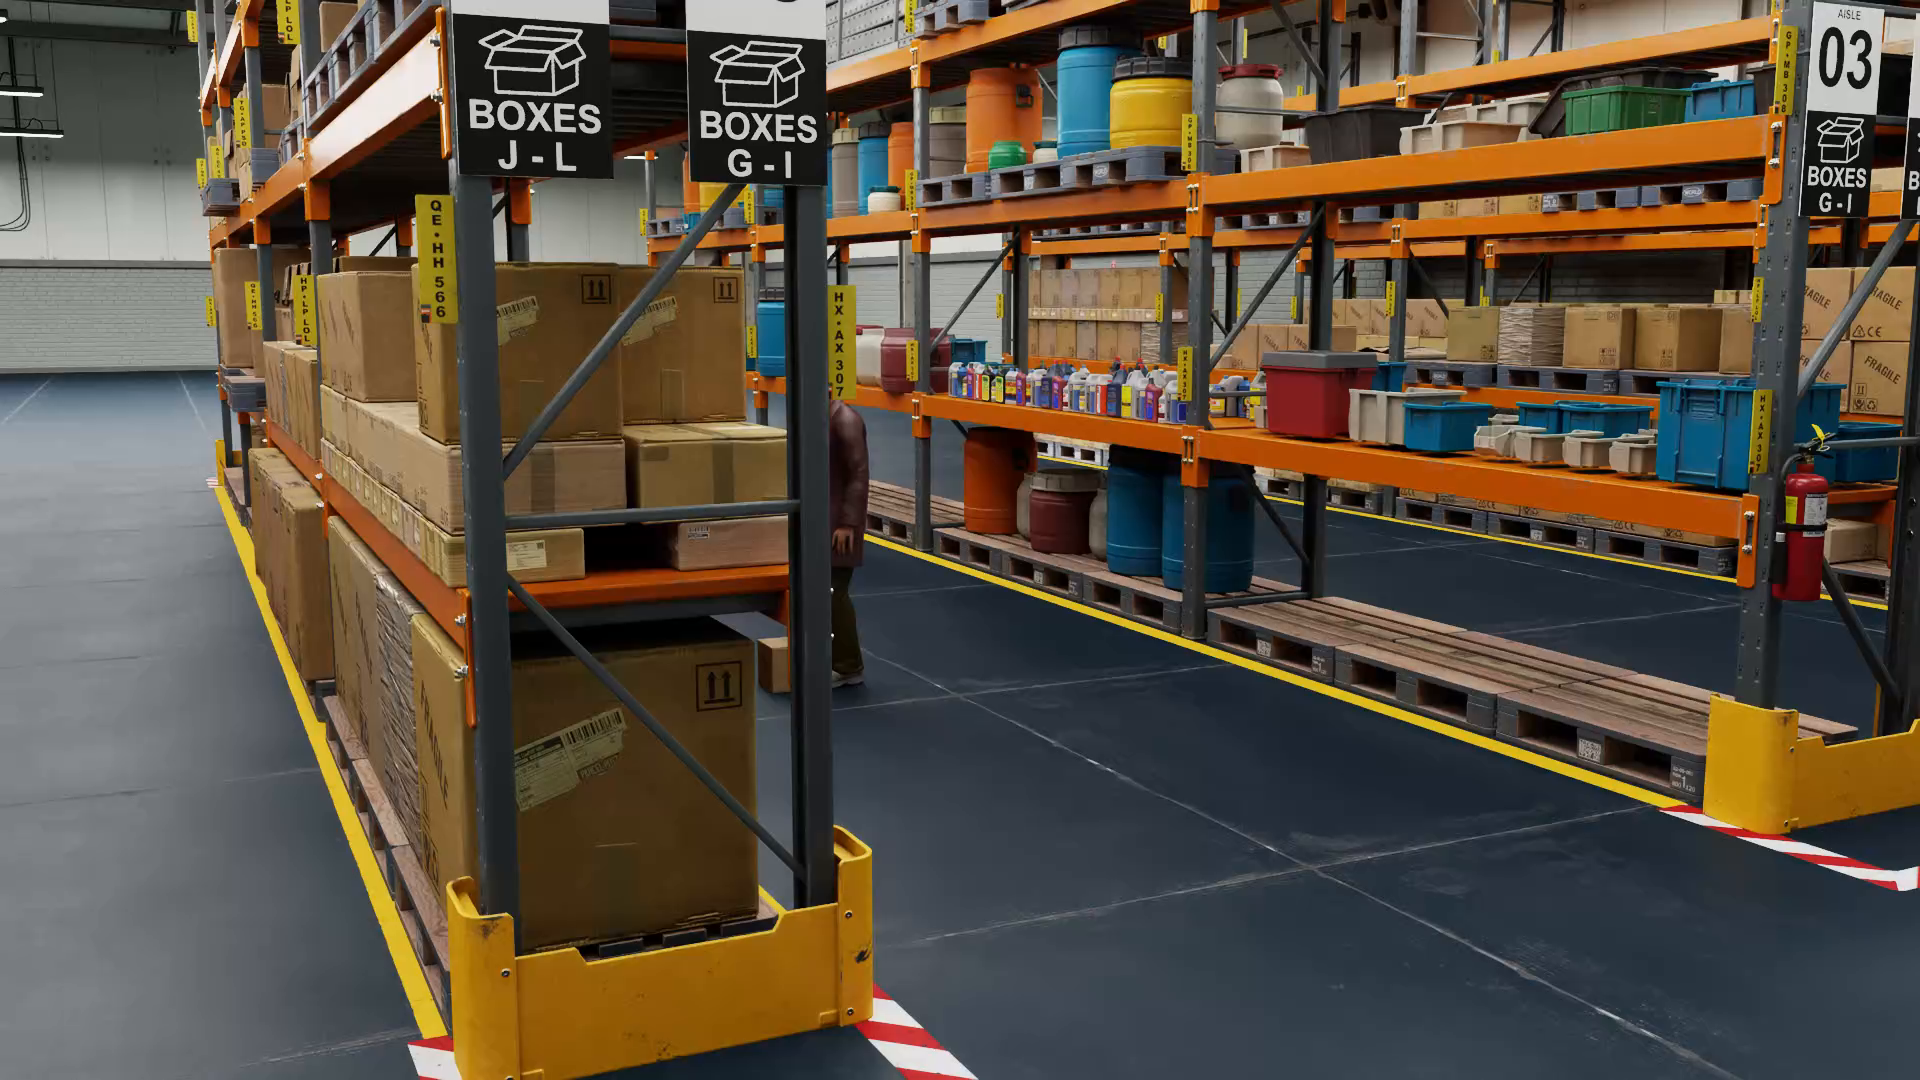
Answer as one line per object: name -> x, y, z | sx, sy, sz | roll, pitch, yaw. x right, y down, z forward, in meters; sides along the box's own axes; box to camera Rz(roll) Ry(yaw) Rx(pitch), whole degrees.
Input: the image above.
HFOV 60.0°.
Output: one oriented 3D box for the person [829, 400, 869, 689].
person -> -0.715, -0.094, 9.030 | 0.423, 1.774, 0.653 | -5, 10, -29
